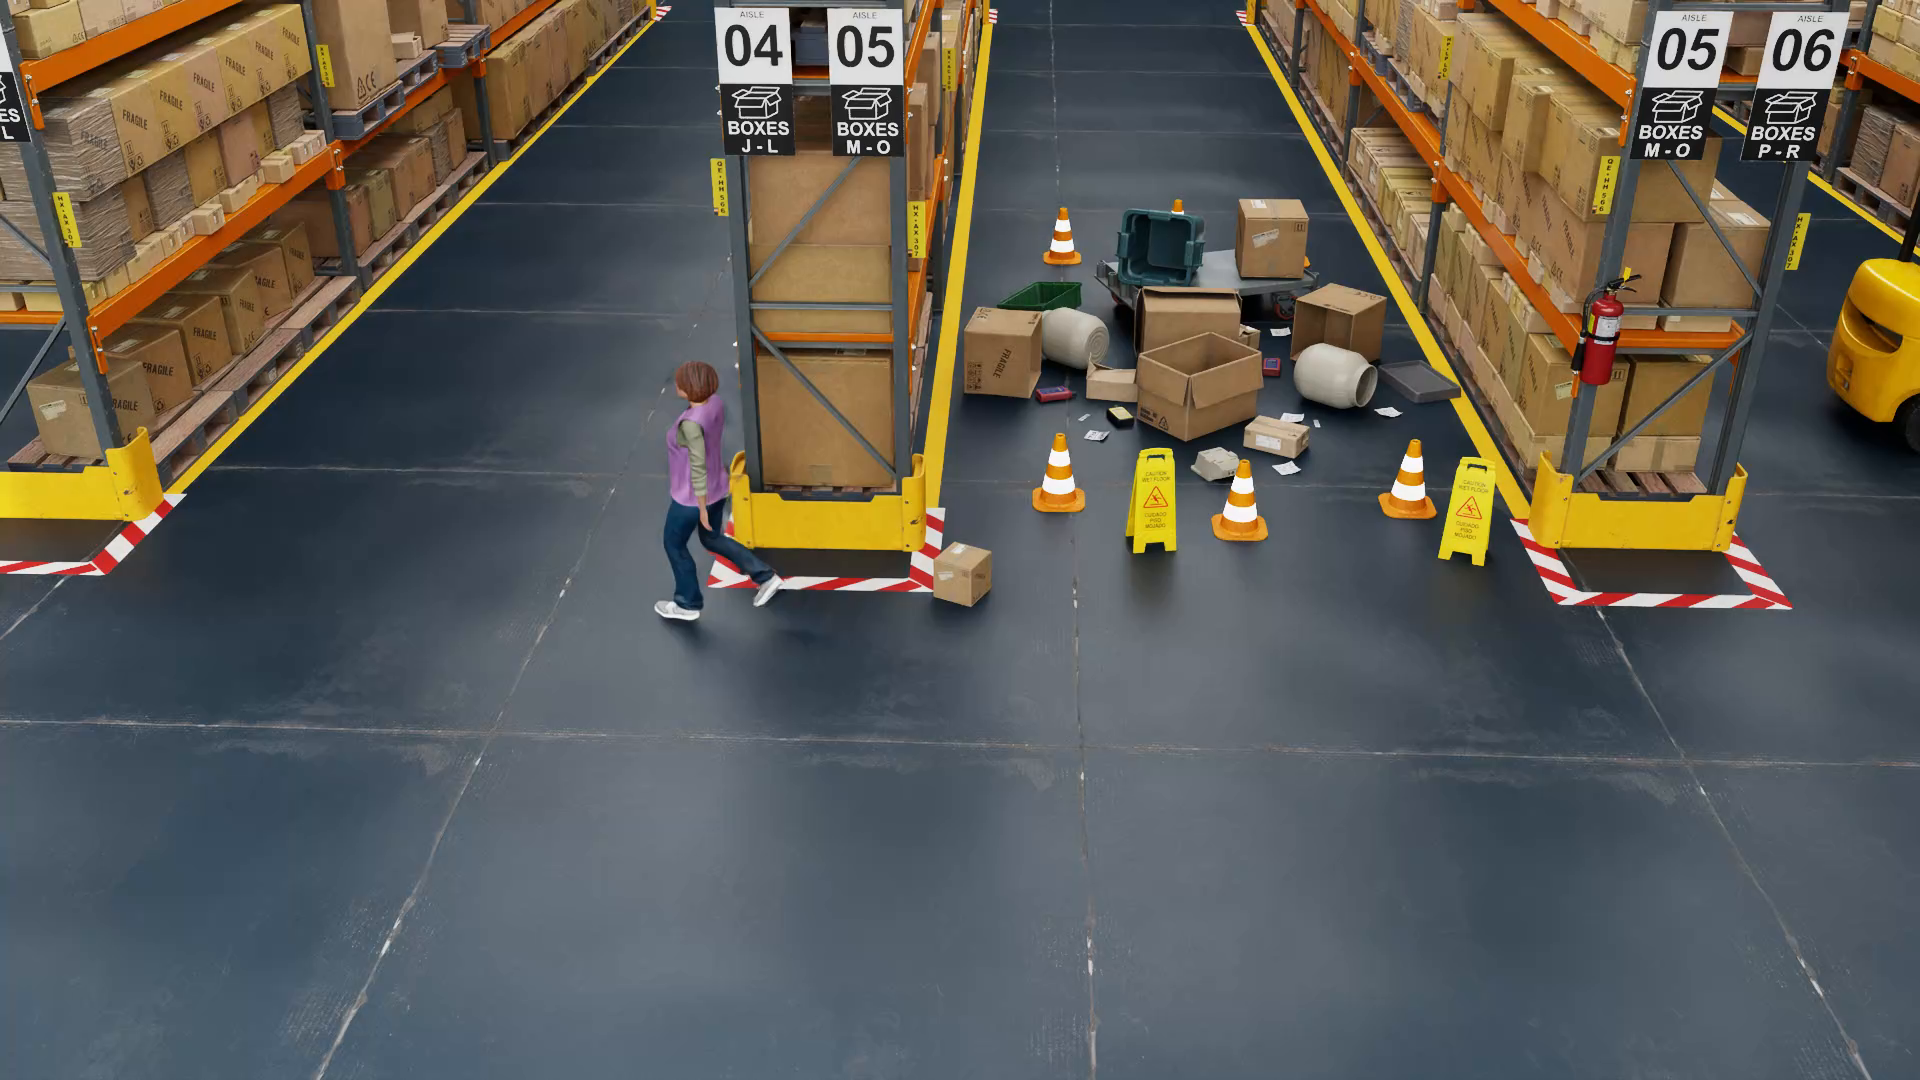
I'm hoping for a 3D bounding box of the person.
[{"bbox_3d":[-1.363,-0.250,9.074,0.750,1.564,0.394,10,30,17],"label":"person"}]
